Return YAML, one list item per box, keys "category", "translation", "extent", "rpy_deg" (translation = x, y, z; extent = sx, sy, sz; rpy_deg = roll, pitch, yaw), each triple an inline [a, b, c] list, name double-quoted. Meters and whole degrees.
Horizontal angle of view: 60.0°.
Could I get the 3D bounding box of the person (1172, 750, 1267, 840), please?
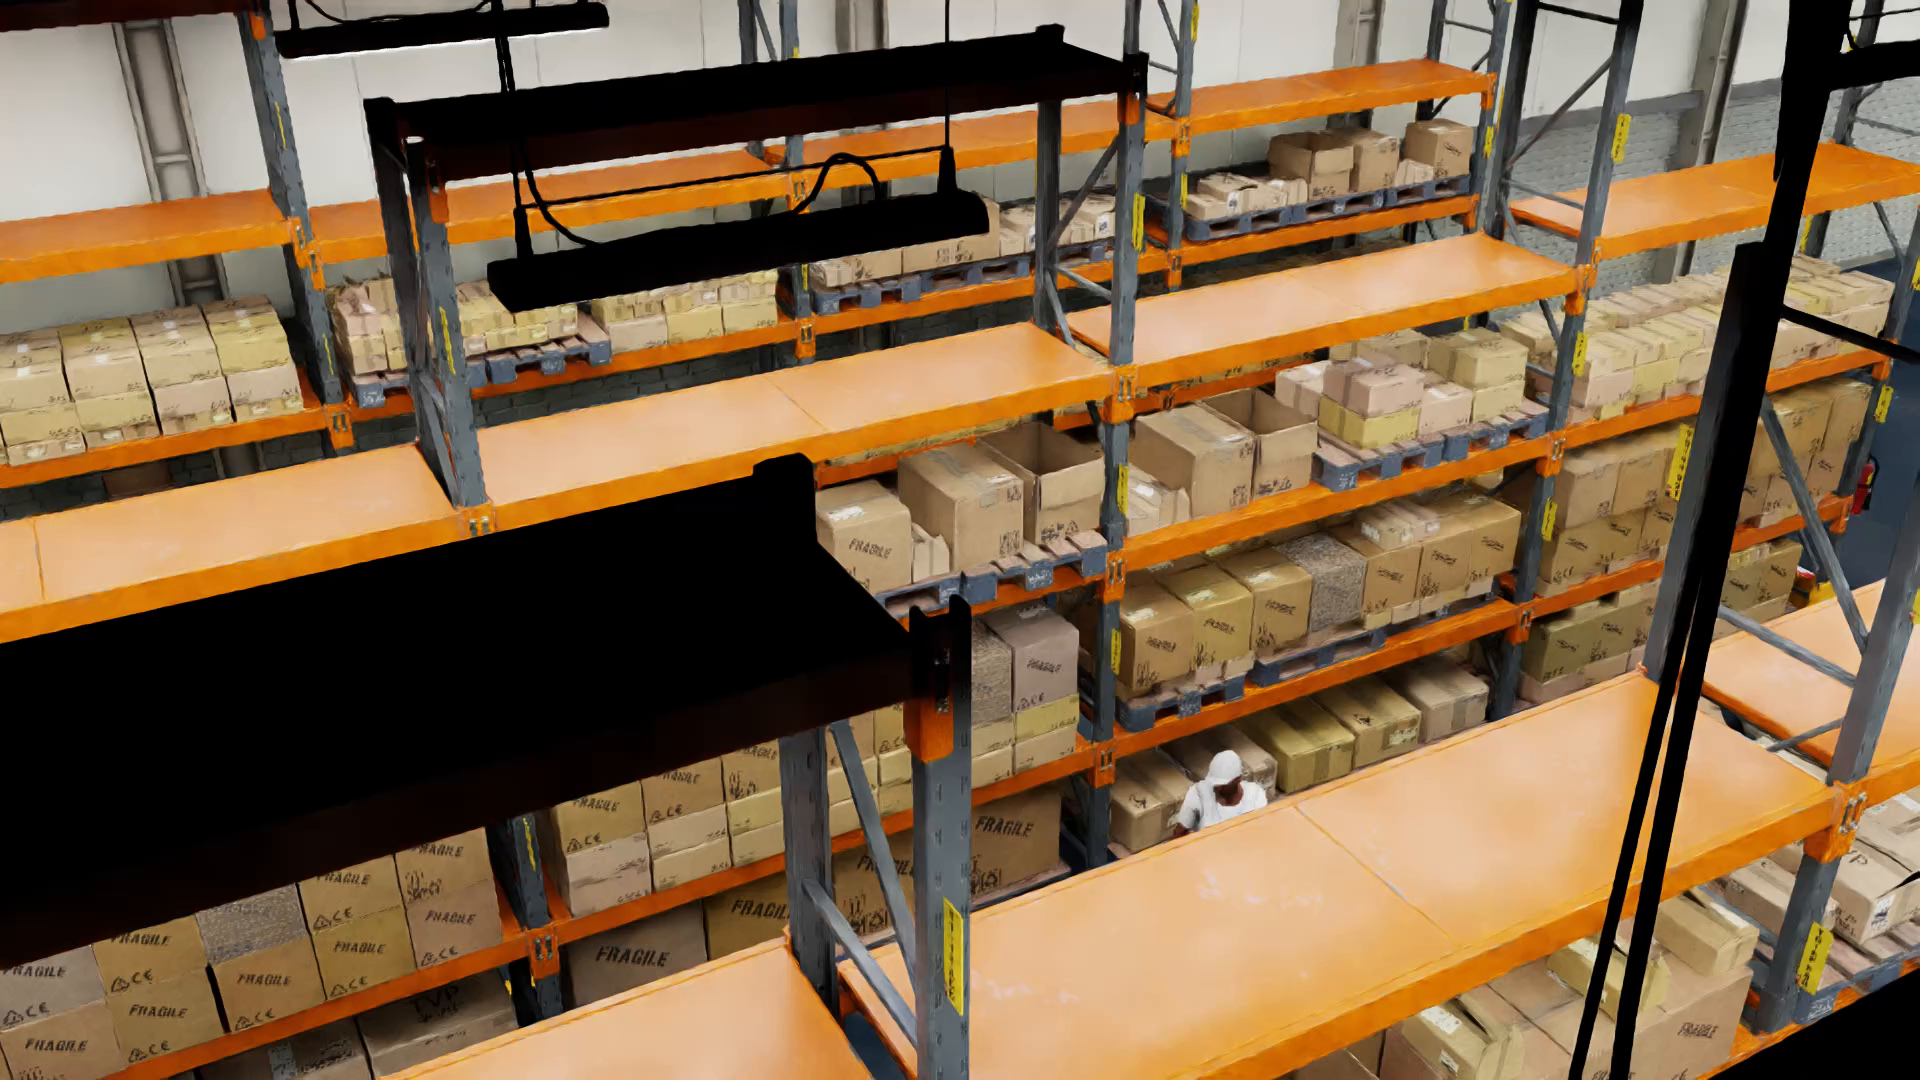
- category: "person"
  translation: [1.701, 2.160, 11.013]
  extent: [0.677, 1.763, 0.587]
  rpy_deg: [-2, 28, -5]
